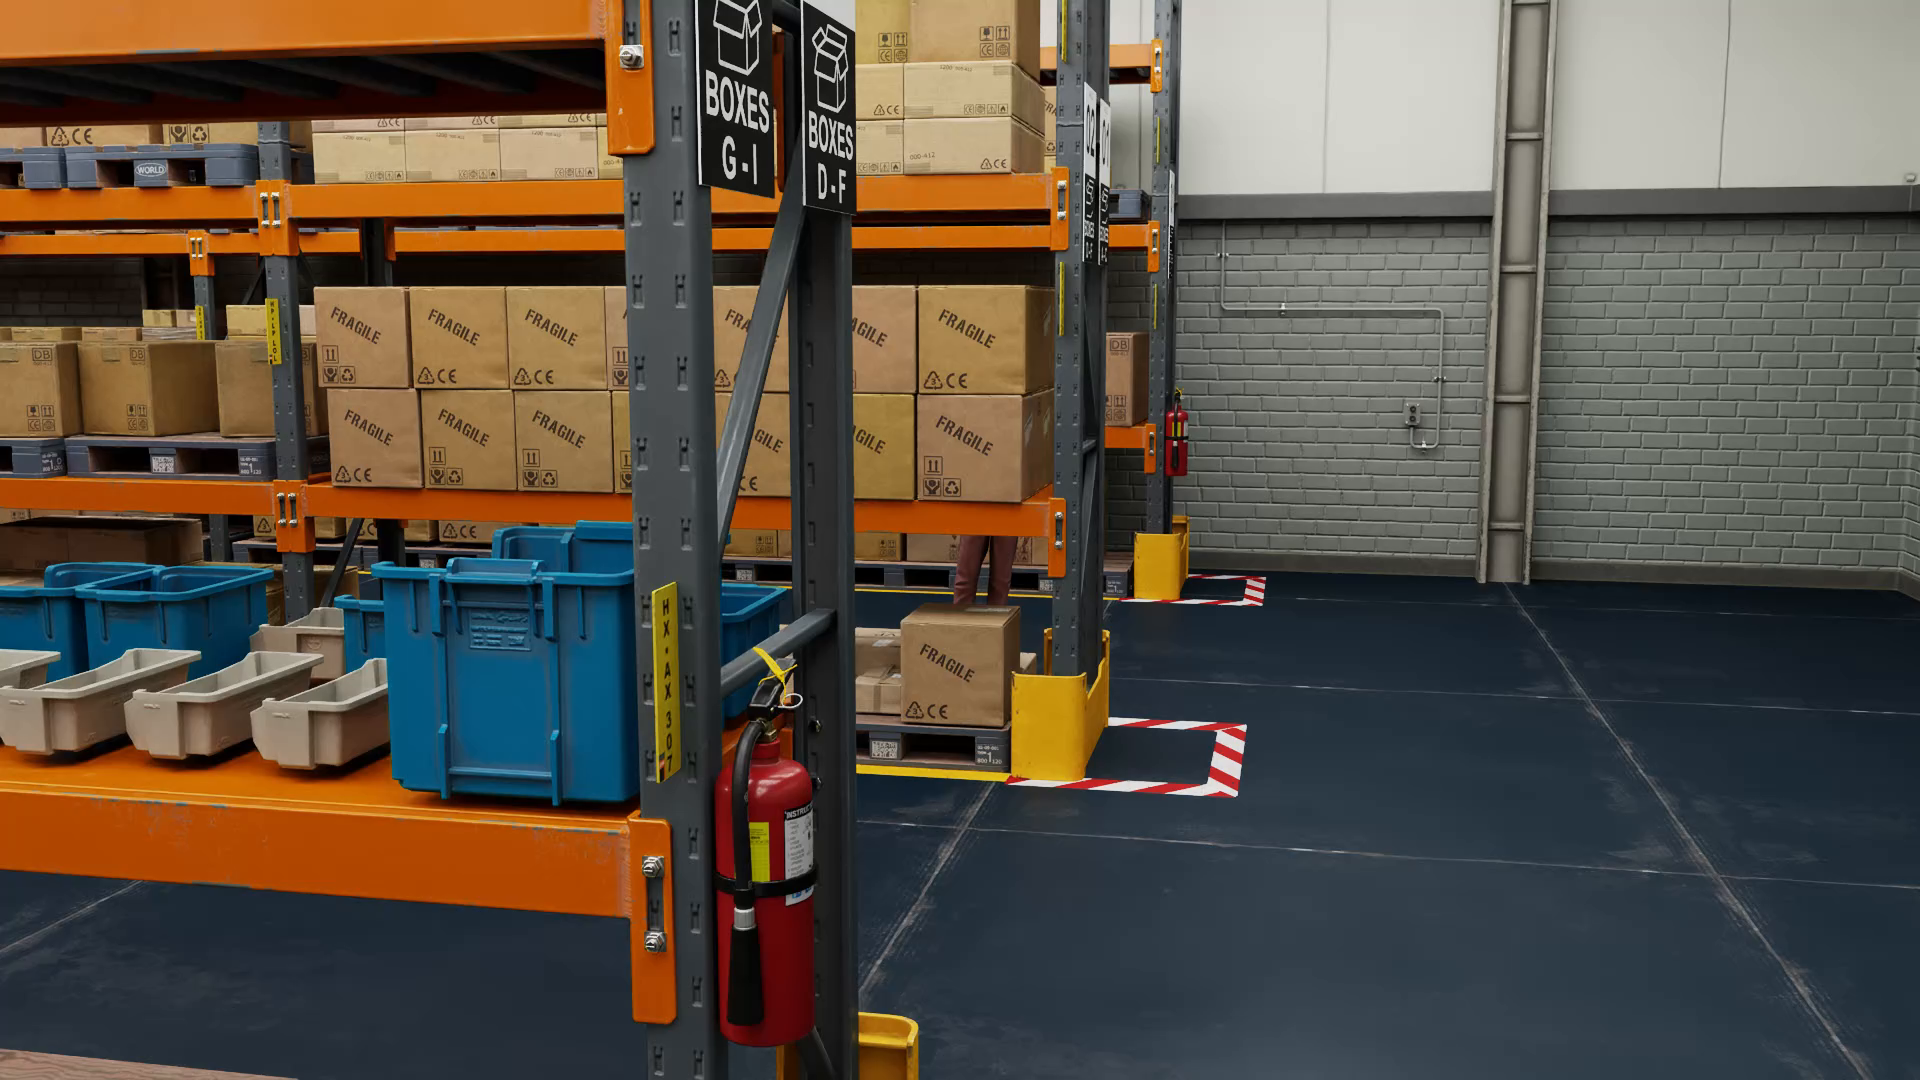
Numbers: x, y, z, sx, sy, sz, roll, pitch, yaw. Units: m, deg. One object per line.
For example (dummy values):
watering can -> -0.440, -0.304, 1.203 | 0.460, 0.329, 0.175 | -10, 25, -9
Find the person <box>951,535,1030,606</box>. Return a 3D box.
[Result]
person -> 0.177, -0.080, 10.325 | 0.554, 1.673, 0.548 | 2, 8, 11
